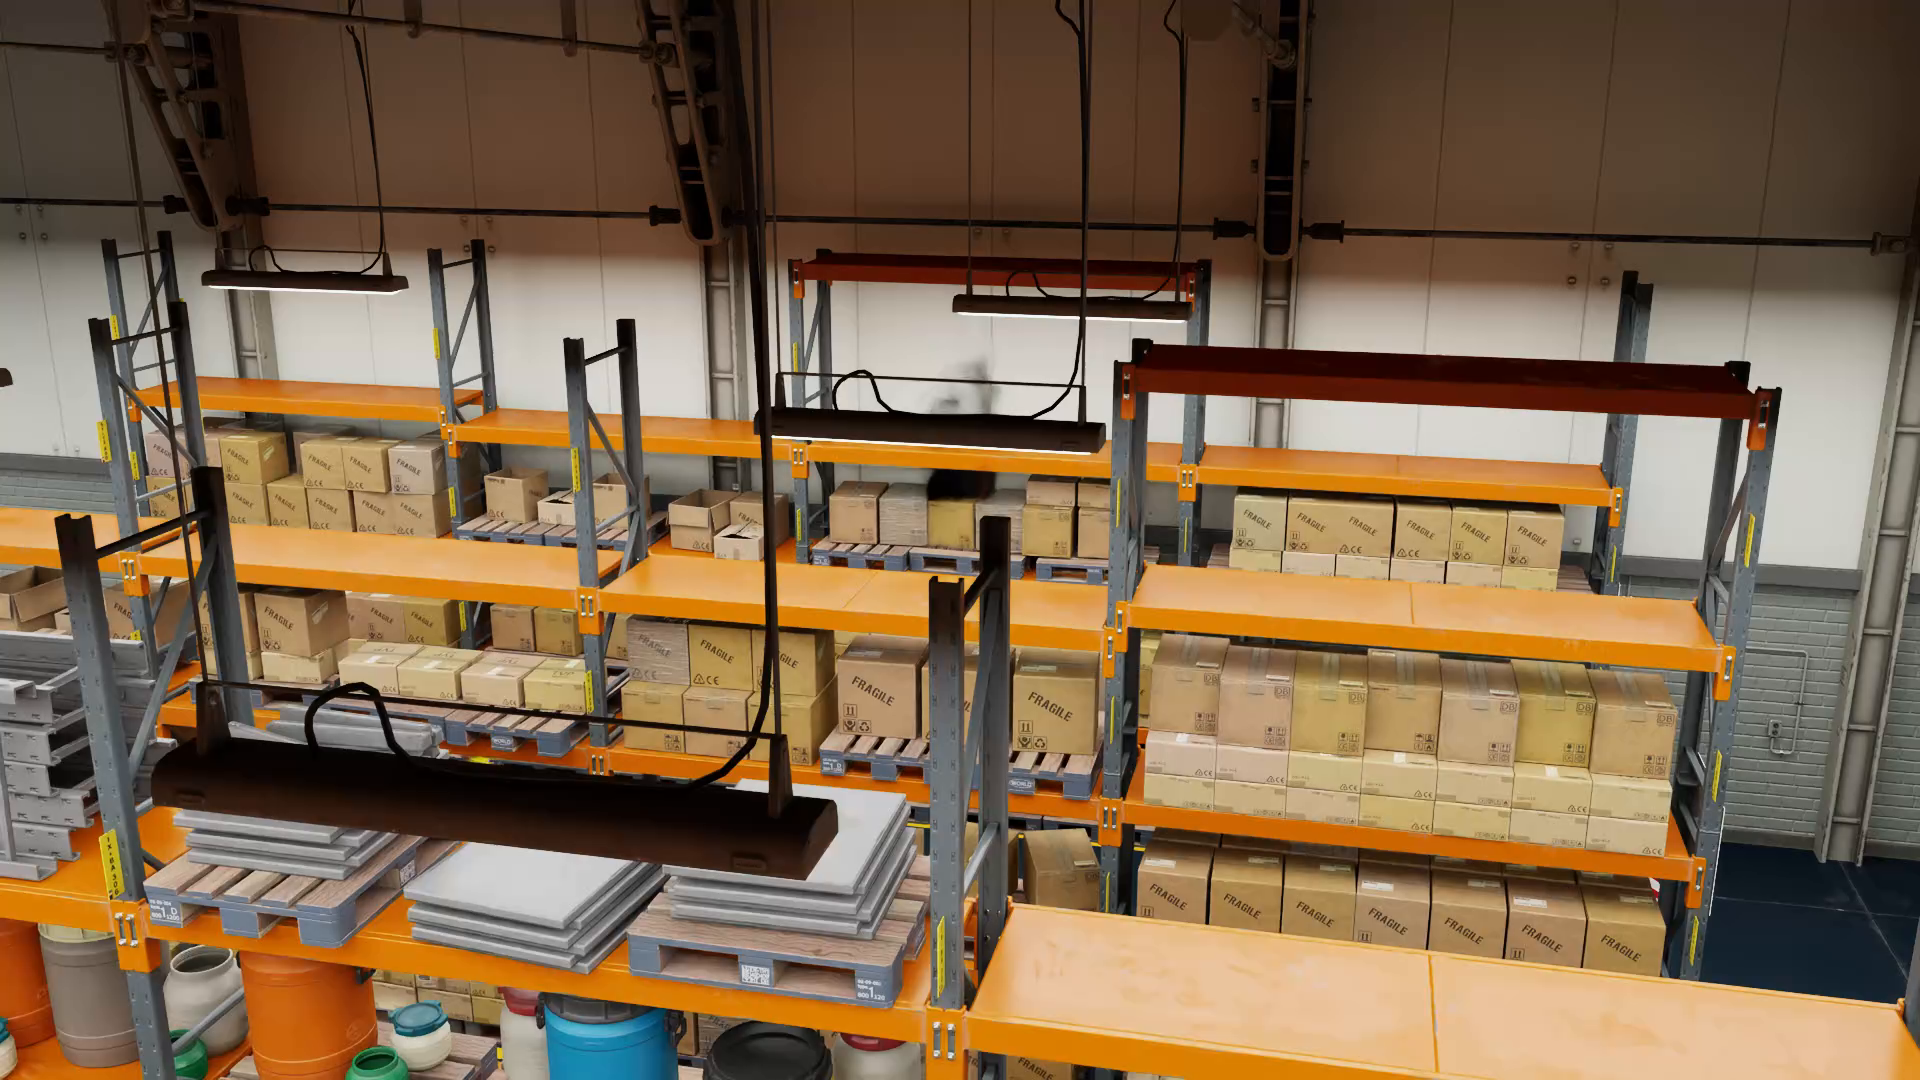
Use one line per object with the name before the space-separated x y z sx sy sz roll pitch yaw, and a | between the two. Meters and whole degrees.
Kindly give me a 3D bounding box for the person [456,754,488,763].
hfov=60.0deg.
person | -4.752 2.624 16.229 0.537 1.656 0.702 0 16 0
